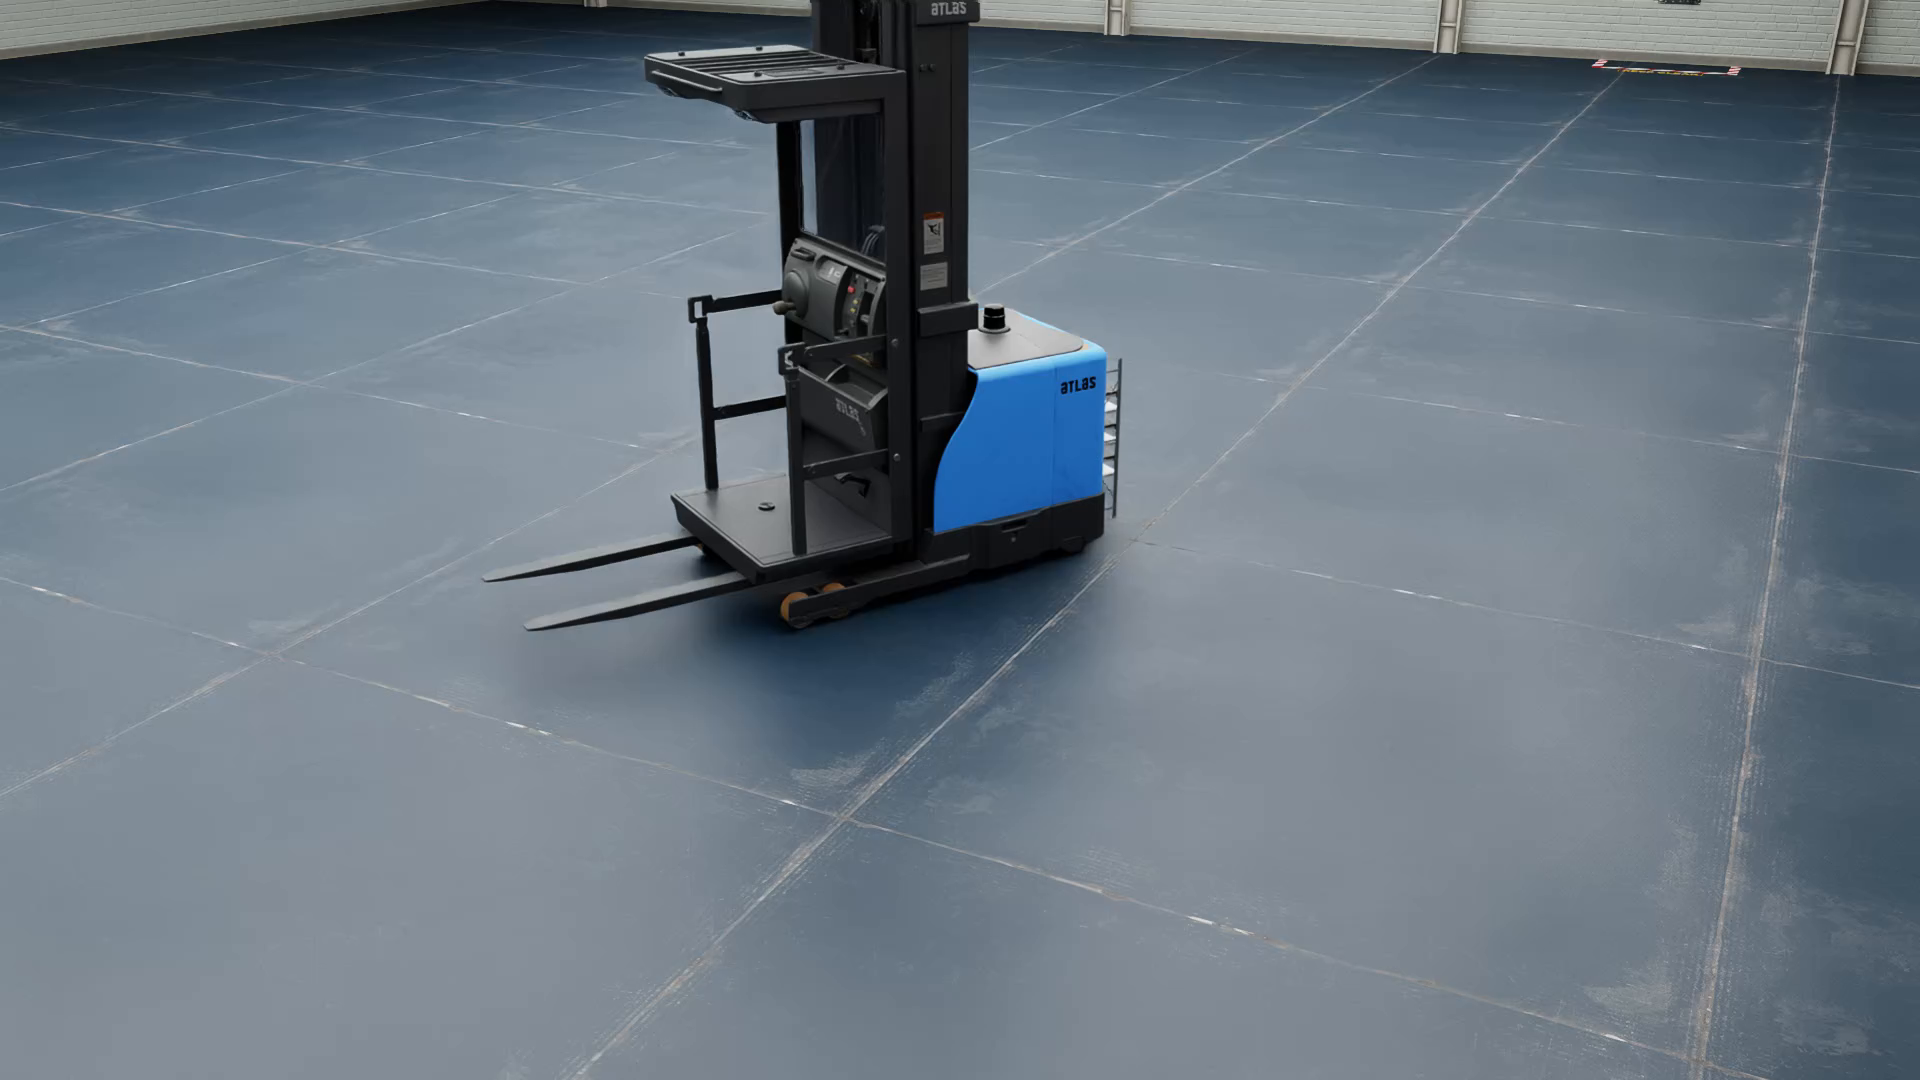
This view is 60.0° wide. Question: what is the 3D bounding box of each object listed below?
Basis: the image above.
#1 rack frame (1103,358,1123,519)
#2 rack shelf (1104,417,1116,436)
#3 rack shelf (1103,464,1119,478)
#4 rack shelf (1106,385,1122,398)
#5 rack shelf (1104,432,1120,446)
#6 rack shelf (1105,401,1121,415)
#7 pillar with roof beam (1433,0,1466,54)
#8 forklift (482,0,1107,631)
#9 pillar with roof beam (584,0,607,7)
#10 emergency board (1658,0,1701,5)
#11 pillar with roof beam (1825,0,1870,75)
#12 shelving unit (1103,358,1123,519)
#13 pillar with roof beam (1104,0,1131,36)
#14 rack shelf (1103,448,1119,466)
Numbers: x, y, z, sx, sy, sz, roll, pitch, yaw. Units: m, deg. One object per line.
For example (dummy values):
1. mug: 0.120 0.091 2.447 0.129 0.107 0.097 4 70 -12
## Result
1. rack frame: 0.745 -0.512 8.805 0.240 0.900 0.006 -14 27 -29
2. rack shelf: 0.692 -0.598 8.862 0.258 0.077 0.200 -14 27 -29
3. rack shelf: 0.692 -0.350 8.968 0.258 0.077 0.200 -14 27 -29
4. rack shelf: 0.692 -0.764 8.792 0.258 0.077 0.200 -14 27 -29
5. rack shelf: 0.692 -0.516 8.897 0.258 0.077 0.200 -14 27 -29
6. rack shelf: 0.692 -0.681 8.827 0.258 0.077 0.200 -14 27 -29
7. pillar with roof beam: 6.312 -10.912 22.910 0.400 9.000 9.100 11 25 25
8. forklift: -0.776 -1.172 7.762 3.031 2.935 1.130 -14 27 -29
9. pillar with roof beam: -9.752 -14.090 30.384 0.400 9.000 9.100 11 25 25
10. emergency board: 11.421 -9.053 26.205 0.626 1.169 0.157 11 25 25
11. pillar with roof beam: 11.666 -9.853 20.419 0.400 9.000 9.100 11 25 25
12. shelving unit: 0.692 -0.546 8.884 0.258 0.900 0.210 -14 27 -29
13. pillar with roof beam: 0.957 -11.972 25.402 0.400 9.000 9.100 11 25 25
14. rack shelf: 0.692 -0.433 8.933 0.258 0.077 0.200 -14 27 -29
